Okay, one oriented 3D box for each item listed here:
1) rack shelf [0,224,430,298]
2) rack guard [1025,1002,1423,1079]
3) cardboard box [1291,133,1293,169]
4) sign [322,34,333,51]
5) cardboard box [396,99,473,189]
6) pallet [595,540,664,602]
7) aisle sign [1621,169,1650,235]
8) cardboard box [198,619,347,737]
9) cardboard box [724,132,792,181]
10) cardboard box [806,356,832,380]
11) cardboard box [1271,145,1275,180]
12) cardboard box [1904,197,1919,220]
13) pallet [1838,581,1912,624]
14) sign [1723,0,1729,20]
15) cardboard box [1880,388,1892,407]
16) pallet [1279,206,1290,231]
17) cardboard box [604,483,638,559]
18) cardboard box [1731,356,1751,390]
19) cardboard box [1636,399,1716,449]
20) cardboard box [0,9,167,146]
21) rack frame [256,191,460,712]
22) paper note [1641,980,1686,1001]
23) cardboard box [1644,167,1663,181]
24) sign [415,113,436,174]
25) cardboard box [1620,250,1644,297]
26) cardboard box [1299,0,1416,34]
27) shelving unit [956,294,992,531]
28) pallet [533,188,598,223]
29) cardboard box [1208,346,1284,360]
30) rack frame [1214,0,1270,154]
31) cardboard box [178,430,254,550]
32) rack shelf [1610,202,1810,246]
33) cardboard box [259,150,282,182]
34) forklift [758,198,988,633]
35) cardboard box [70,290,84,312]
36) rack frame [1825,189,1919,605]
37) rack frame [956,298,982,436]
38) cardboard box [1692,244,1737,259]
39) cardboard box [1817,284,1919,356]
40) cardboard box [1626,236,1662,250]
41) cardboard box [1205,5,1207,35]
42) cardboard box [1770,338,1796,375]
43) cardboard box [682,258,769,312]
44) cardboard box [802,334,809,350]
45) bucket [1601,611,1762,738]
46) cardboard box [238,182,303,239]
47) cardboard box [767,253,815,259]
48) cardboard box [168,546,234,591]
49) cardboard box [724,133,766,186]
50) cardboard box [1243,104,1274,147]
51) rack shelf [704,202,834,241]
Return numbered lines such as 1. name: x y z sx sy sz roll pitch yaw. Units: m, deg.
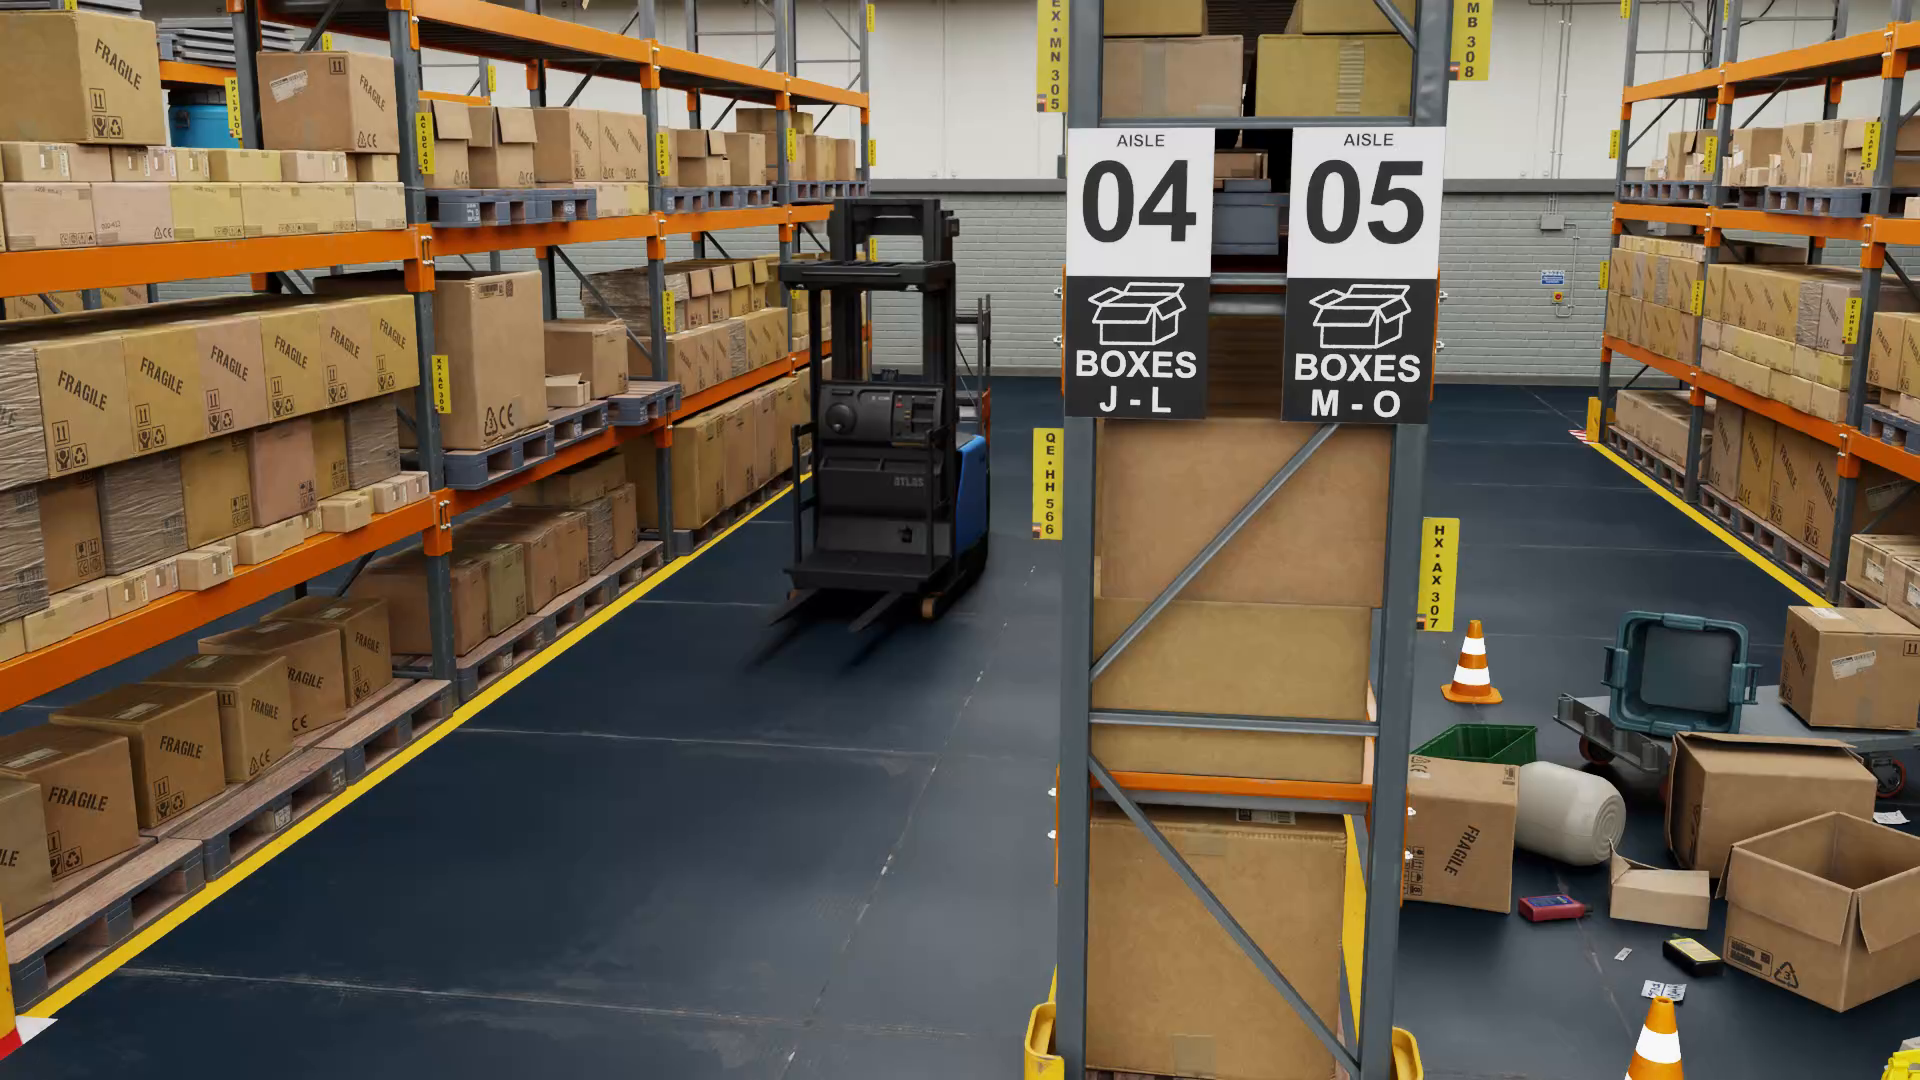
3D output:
1. rack shelf: -3.782 -1.172 7.400 1.077 0.370 4.000 2 12 9
2. rack guard: 0.792 1.768 5.105 1.175 0.500 0.348 2 12 9
3. cardboard box: 1.204 -1.171 5.050 0.380 0.149 0.250 2 12 9
4. sign: -6.595 -5.112 17.349 0.100 0.325 0.005 2 12 9
5. cardboard box: -3.305 -2.291 9.640 0.797 0.503 0.637 1 12 6
6. pallet: -2.981 0.219 12.975 1.003 0.211 1.213 2 12 9
7. aisle sign: 7.887 -3.946 19.512 0.394 0.787 0.004 2 12 9
8. cardboard box: -3.656 0.744 8.856 0.500 0.500 0.500 6 14 27
9. cardboard box: -2.183 -4.073 17.683 0.700 0.500 0.500 1 12 5
10. cardboard box: -1.925 -1.628 18.974 0.875 0.875 0.875 2 12 9
11. cardboard box: 1.554 -1.644 7.244 0.380 0.149 0.250 2 12 9
12. cardboard box: 6.716 -2.269 11.377 0.380 0.149 0.250 2 12 9
13. pallet: 6.811 0.540 11.485 1.003 0.211 1.213 2 12 9
14. sign: 8.697 -6.058 18.839 0.100 0.325 0.005 2 12 9
15. cardboard box: 6.699 -1.006 11.642 0.380 0.149 0.250 1 12 5
16. pallet: 1.503 -1.857 9.326 0.805 0.209 1.217 1 12 6
17. cardboard box: -2.943 -0.159 13.002 0.700 0.500 0.500 1 12 6
18. cardboard box: 7.047 -1.448 14.447 0.500 0.250 0.500 2 12 8
19. cardboard box: 8.028 -1.272 18.361 0.875 0.438 0.875 2 12 10
20. cardboard box: -3.595 -1.846 6.691 0.500 0.500 0.500 2 12 8
21. rack frame: -3.475 -0.474 9.572 1.000 3.000 0.127 2 12 9
22. paper note: 2.708 1.730 6.397 0.144 0.017 0.142 7 14 28
23. cardboard box: 7.768 -4.029 18.312 0.380 0.149 0.250 2 12 11
24. sign: -2.937 -2.177 9.127 0.100 0.325 0.005 2 12 9
25. cardboard box: 7.735 -2.990 18.636 0.500 0.500 0.500 2 12 7
26. cardboard box: 1.161 -1.506 4.711 0.380 0.149 0.250 2 12 9
27. shelving unit: 0.025 -1.061 14.432 0.431 2.100 0.503 2 12 9
28. pallet: -3.118 -2.189 10.858 1.213 0.211 1.003 2 12 9
29. cardboard box: 1.058 -0.481 6.685 0.875 0.550 0.500 2 12 9
30. rack frame: 1.411 -3.225 8.096 1.000 3.000 0.127 2 12 9
31. cardboard box: -3.812 -0.263 7.652 0.875 0.500 0.500 2 12 9
32. rack shelf: 7.855 -3.349 17.501 1.077 0.370 4.000 2 12 9
33. cardboard box: -3.453 -1.767 7.864 0.380 0.149 0.250 2 12 11
34. forklift: -0.628 -0.950 11.945 1.130 2.935 3.031 3 13 14
35. cardboard box: -11.375 -3.029 21.189 0.500 0.500 0.500 2 12 9
36. rack frame: 6.933 -0.985 11.946 1.000 3.000 0.127 2 12 9
37. rack frame: -0.012 -1.010 14.196 0.400 2.100 0.015 2 12 9
38. cardboard box: 7.476 -2.850 16.448 0.380 0.149 0.250 2 12 9
39. cardboard box: 6.754 -1.639 12.368 0.500 0.500 0.500 2 12 7
40. cardboard box: 7.712 -3.333 18.690 0.380 0.149 0.250 2 12 10
41. cardboard box: 0.591 -1.633 5.301 0.380 0.149 0.250 2 12 10
42. cardboard box: 6.890 -1.480 13.408 0.500 0.250 0.500 2 12 7
43. cardboard box: -2.334 -2.545 16.565 0.797 0.503 0.637 2 12 7
44. cardboard box: -1.830 -2.122 17.815 0.380 0.149 0.250 1 12 7
45. bucket: 3.668 0.668 8.435 0.726 0.611 0.620 7 4 28
46. cardboard box: -3.451 -1.549 7.796 0.500 0.250 0.500 2 12 8
47. cardboard box: -2.047 -3.215 20.162 0.500 0.500 0.500 2 12 7
48. cardboard box: -3.484 0.121 7.408 0.380 0.149 0.250 2 12 9
49. cardboard box: -2.324 -3.739 16.367 0.700 0.500 0.500 2 12 10
50. cardboard box: 1.511 -1.869 7.340 0.500 0.250 0.500 2 12 8
51. rack shelf: -1.937 -3.670 18.991 1.077 0.370 4.000 2 12 9
